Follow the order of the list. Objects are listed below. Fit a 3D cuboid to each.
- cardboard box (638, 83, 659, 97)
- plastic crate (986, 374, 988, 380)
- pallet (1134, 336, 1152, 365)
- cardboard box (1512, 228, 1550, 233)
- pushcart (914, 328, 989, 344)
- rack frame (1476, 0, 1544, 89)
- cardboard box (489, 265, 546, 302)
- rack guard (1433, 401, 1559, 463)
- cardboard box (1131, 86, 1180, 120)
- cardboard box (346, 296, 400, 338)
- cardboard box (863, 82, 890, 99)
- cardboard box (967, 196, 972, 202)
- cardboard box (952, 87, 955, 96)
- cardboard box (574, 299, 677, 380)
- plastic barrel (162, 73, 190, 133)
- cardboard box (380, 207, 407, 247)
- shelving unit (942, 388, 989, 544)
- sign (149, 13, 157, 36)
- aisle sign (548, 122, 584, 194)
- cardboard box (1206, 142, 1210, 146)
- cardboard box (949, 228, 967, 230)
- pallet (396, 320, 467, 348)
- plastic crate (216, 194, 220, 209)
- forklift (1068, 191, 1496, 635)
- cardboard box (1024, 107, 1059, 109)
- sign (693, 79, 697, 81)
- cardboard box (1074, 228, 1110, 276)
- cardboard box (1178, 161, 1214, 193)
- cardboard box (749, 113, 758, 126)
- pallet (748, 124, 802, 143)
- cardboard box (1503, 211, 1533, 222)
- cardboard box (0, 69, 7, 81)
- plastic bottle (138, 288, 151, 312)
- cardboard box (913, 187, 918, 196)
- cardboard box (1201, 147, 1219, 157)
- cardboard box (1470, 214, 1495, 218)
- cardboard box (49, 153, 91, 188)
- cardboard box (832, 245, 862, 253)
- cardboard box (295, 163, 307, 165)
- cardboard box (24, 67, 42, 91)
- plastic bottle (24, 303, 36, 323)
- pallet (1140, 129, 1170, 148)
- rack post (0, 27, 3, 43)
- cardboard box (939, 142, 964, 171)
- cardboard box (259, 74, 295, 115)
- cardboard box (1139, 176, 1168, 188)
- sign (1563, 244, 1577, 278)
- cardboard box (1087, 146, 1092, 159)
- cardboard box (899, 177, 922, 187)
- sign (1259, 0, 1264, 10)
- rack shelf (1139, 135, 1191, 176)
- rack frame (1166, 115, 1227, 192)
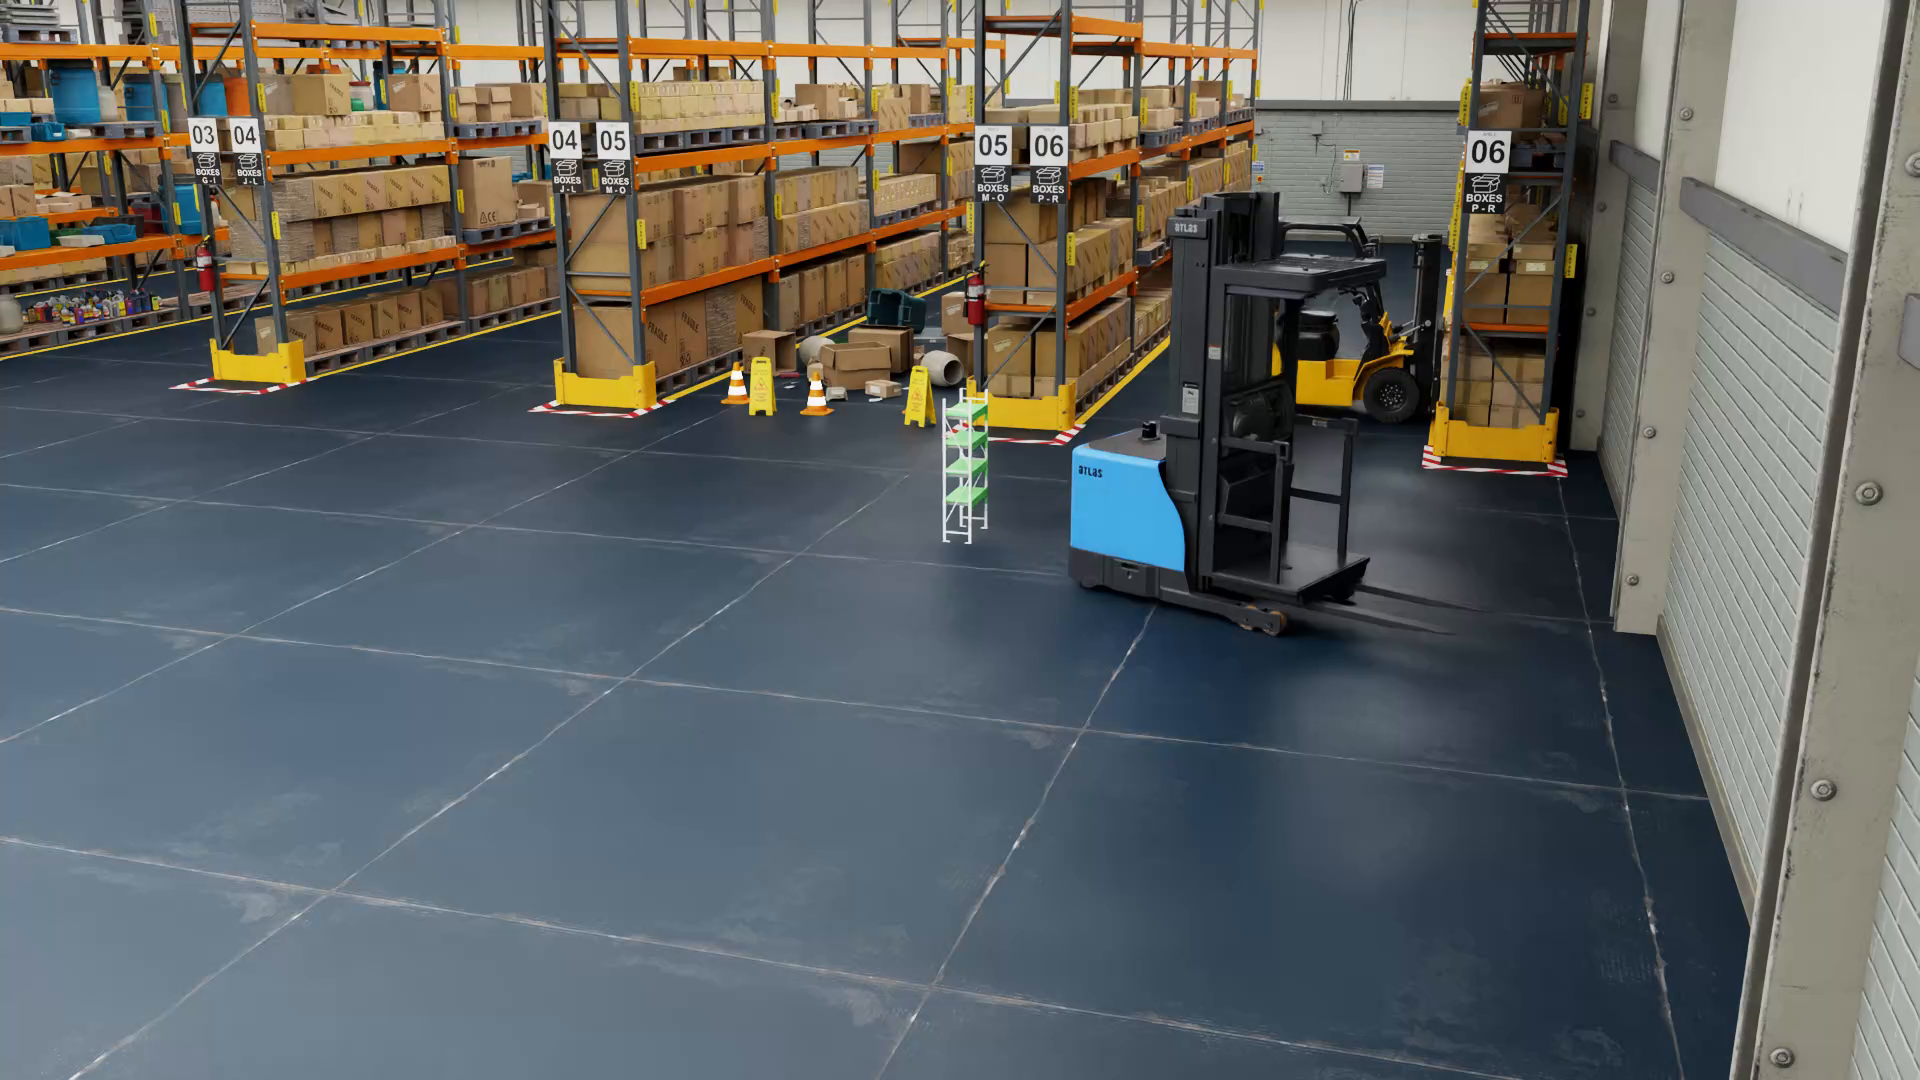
[{"bbox_3d":[-3.658,-5.130,18.969,0.380,0.149,0.250,5,17,16],"label":"cardboard box"},{"bbox_3d":[0.549,-1.983,20.676,0.402,0.080,0.583,-1,16,-3],"label":"plastic crate"},{"bbox_3d":[2.001,-2.597,22.600,1.003,0.211,1.213,5,16,16],"label":"pallet"},{"bbox_3d":[6.172,-3.282,17.986,0.380,0.149,0.250,5,17,16],"label":"cardboard box"},{"bbox_3d":[-0.419,-2.637,22.436,1.648,0.377,0.936,-1,16,-3],"label":"pushcart"},{"bbox_3d":[8.815,-8.330,26.708,1.000,3.000,0.127,5,16,16],"label":"rack frame"},{"bbox_3d":[-7.054,-4.087,26.518,0.700,0.500,0.500,6,17,21],"label":"cardboard box"},{"bbox_3d":[5.398,-1.096,16.777,1.175,0.500,0.348,5,16,16],"label":"rack guard"},{"bbox_3d":[3.018,-6.749,25.676,0.700,0.500,0.500,4,16,13],"label":"cardboard box"},{"bbox_3d":[-8.128,-3.083,23.012,0.500,0.500,0.500,3,16,11],"label":"cardboard box"},{"bbox_3d":[-1.330,-7.218,26.697,0.396,0.266,0.258,5,16,16],"label":"cardboard box"},{"bbox_3d":[0.002,-6.462,31.575,0.380,0.149,0.250,5,17,18],"label":"cardboard box"},{"bbox_3d":[-0.295,-8.115,30.073,0.380,0.149,0.250,4,16,13],"label":"cardboard box"},{"bbox_3d":[-4.000,-2.409,19.948,0.875,0.875,0.875,5,17,16],"label":"cardboard box"},{"bbox_3d":[-12.346,-6.893,26.219,0.600,0.901,0.600,0,16,0],"label":"plastic barrel"},{"bbox_3d":[-8.128,-4.315,22.818,0.875,0.500,0.500,5,16,16],"label":"cardboard box"},{"bbox_3d":[0.047,-0.621,13.818,0.258,1.200,0.503,5,16,16],"label":"shelving unit"},{"bbox_3d":[-11.944,-7.628,24.614,0.100,0.325,0.005,5,16,16],"label":"sign"},{"bbox_3d":[-4.438,-4.302,18.734,0.394,0.787,0.004,5,16,16],"label":"aisle sign"},{"bbox_3d":[4.443,-7.306,30.887,0.380,0.149,0.250,5,17,16],"label":"cardboard box"},{"bbox_3d":[-0.057,-6.238,33.690,0.380,0.149,0.250,4,16,13],"label":"cardboard box"},{"bbox_3d":[-7.877,-2.984,23.962,1.003,0.211,1.213,5,16,16],"label":"pallet"},{"bbox_3d":[-12.084,-5.566,27.839,0.402,0.464,0.583,5,16,16],"label":"plastic crate"},{"bbox_3d":[2.276,-0.913,11.679,3.031,2.935,1.130,13,20,38],"label":"forklift"},{"bbox_3d":[0.920,-4.831,18.866,0.380,0.149,0.250,4,16,14],"label":"cardboard box"},{"bbox_3d":[-4.923,-8.400,30.928,0.100,0.325,0.005,5,16,16],"label":"sign"},{"bbox_3d":[1.470,-3.385,19.539,0.500,0.500,0.500,4,16,15],"label":"cardboard box"},{"bbox_3d":[3.866,-5.954,27.308,0.500,0.500,0.500,5,17,18],"label":"cardboard box"},{"bbox_3d":[-2.861,-5.479,21.660,0.380,0.149,0.250,5,17,17],"label":"cardboard box"},{"bbox_3d":[-2.780,-5.687,23.237,0.805,0.209,1.217,4,16,14],"label":"pallet"},{"bbox_3d":[7.362,-4.254,21.958,0.380,0.149,0.250,5,17,17],"label":"cardboard box"},{"bbox_3d":[-20.069,-9.593,34.291,0.500,0.250,0.500,6,17,20],"label":"cardboard box"},{"bbox_3d":[-12.375,-3.634,25.193,0.144,0.351,0.185,4,16,14],"label":"plastic bottle"},{"bbox_3d":[-0.939,-6.017,28.691,0.380,0.149,0.250,4,16,13],"label":"cardboard box"},{"bbox_3d":[4.394,-6.732,28.862,0.380,0.149,0.250,4,16,15],"label":"cardboard box"},{"bbox_3d":[6.167,-3.794,19.792,0.380,0.149,0.250,5,17,17],"label":"cardboard box"},{"bbox_3d":[-19.524,-8.034,36.107,0.980,0.700,0.700,5,17,17],"label":"cardboard box"},{"bbox_3d":[-1.913,-4.699,27.335,0.500,0.250,0.500,4,16,15],"label":"cardboard box"},{"bbox_3d":[-14.247,-8.266,35.459,0.500,0.500,0.500,4,16,14],"label":"cardboard box"},{"bbox_3d":[-19.719,-9.932,35.798,0.500,0.500,0.500,4,16,15],"label":"cardboard box"},{"bbox_3d":[-13.488,-3.293,24.113,0.061,0.283,0.133,5,17,17],"label":"plastic bottle"},{"bbox_3d":[2.059,-5.241,21.658,1.213,0.211,1.003,5,16,16],"label":"pallet"},{"bbox_3d":[-13.268,-6.675,21.787,0.937,0.300,0.954,7,17,22],"label":"rack post"},{"bbox_3d":[-0.225,-7.094,30.782,0.500,0.500,0.500,4,16,14],"label":"cardboard box"},{"bbox_3d":[-8.659,-5.757,21.488,0.500,0.500,0.500,5,16,16],"label":"cardboard box"},{"bbox_3d":[2.724,-5.037,23.405,0.380,0.149,0.250,4,16,13],"label":"cardboard box"},{"bbox_3d":[5.935,-2.715,16.172,0.100,0.325,0.005,5,16,16],"label":"sign"},{"bbox_3d":[1.266,-4.351,18.637,0.380,0.149,0.250,4,16,14],"label":"cardboard box"},{"bbox_3d":[-0.872,-6.226,28.885,0.380,0.149,0.250,5,16,16],"label":"cardboard box"},{"bbox_3d":[5.708,-10.203,31.452,0.100,0.325,0.005,5,16,16],"label":"sign"},{"bbox_3d":[2.350,-5.355,23.035,1.077,0.370,4.000,5,16,16],"label":"rack shelf"},{"bbox_3d":[4.055,-5.828,28.880,1.000,3.000,0.127,5,16,16],"label":"rack frame"}]
